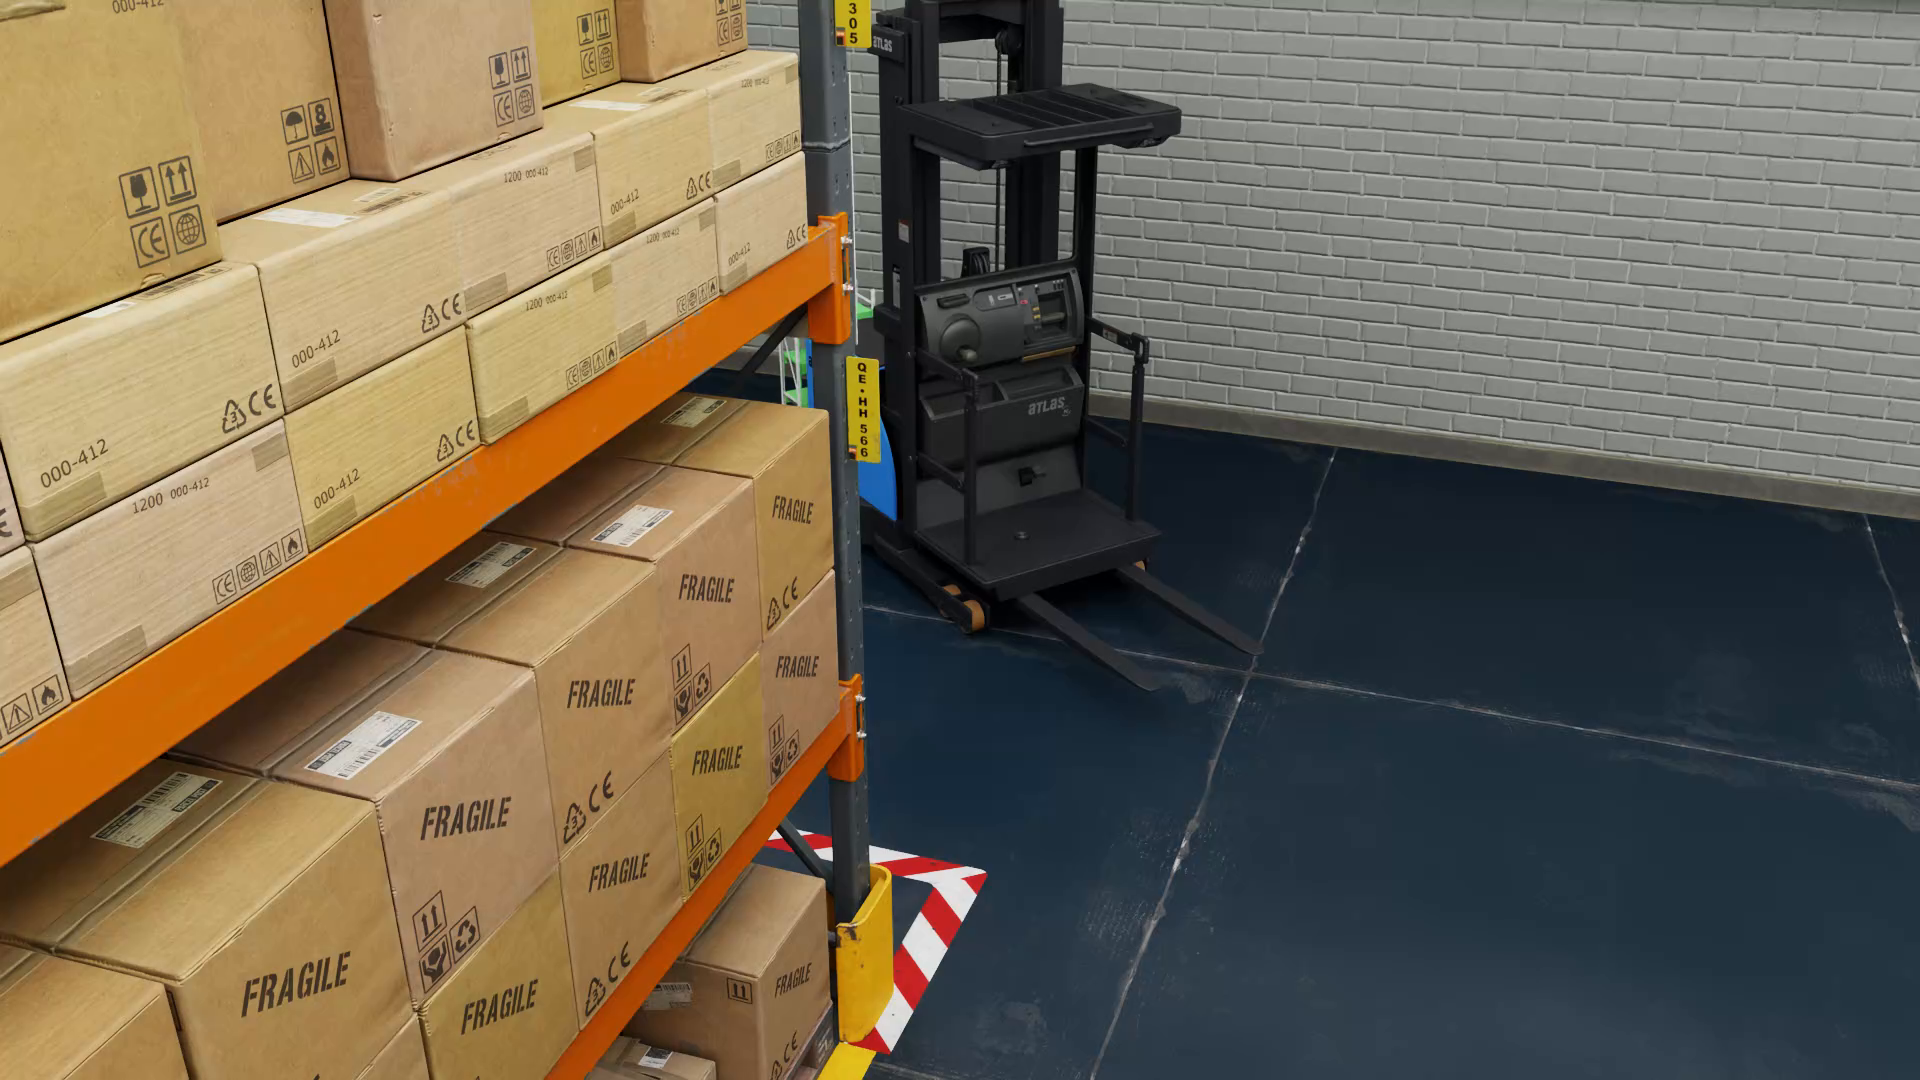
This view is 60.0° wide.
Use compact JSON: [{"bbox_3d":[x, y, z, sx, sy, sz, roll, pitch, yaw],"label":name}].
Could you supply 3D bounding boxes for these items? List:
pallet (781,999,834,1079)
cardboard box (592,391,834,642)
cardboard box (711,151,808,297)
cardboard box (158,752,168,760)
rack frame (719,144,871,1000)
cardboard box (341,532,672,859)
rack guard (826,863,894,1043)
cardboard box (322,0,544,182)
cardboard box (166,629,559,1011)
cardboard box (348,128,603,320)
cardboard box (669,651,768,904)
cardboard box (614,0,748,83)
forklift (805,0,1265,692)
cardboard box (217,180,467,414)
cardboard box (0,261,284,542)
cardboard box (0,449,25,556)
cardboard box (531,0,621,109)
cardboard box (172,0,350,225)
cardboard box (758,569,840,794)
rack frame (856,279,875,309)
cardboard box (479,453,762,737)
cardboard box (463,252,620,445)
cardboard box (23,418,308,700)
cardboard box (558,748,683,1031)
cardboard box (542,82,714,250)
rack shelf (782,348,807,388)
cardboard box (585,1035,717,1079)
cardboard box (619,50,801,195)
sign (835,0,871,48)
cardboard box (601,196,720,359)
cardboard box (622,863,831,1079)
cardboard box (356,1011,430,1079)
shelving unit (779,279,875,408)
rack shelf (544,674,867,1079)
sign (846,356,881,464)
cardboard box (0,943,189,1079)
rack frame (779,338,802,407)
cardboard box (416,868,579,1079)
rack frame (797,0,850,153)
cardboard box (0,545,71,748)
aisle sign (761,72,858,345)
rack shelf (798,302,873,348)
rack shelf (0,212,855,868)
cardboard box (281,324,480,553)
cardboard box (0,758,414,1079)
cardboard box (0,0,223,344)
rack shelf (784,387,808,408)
[{"bbox_3d":[-1.091,1.807,5.276,1.003,0.211,1.213,9,27,17],"label":"pallet"},{"bbox_3d":[-0.690,-0.080,4.710,0.500,0.500,0.500,9,27,17],"label":"cardboard box"},{"bbox_3d":[-0.723,-0.840,4.274,0.500,0.250,0.500,9,27,17],"label":"cardboard box"},{"bbox_3d":[-1.703,0.472,3.572,0.500,0.500,0.500,8,27,17],"label":"cardboard box"},{"bbox_3d":[-0.801,0.193,5.410,1.000,3.000,0.127,9,27,17],"label":"rack frame"},{"bbox_3d":[-1.025,0.342,3.840,0.500,0.500,0.500,10,27,19],"label":"cardboard box"},{"bbox_3d":[-0.826,1.349,5.890,1.175,0.500,0.348,9,27,17],"label":"rack guard"},{"bbox_3d":[-1.268,-1.025,3.220,0.700,0.500,0.500,9,27,17],"label":"cardboard box"},{"bbox_3d":[-1.196,0.553,3.404,0.500,0.500,0.500,10,27,19],"label":"cardboard box"},{"bbox_3d":[-1.068,-0.656,3.320,0.500,0.250,0.500,9,27,17],"label":"cardboard box"},{"bbox_3d":[-0.863,0.585,4.485,0.500,0.500,0.500,9,27,18],"label":"cardboard box"},{"bbox_3d":[-0.957,-1.439,4.076,0.700,0.500,0.500,9,27,17],"label":"cardboard box"},{"bbox_3d":[0.330,-1.086,8.131,1.130,2.935,3.031,-15,30,-28],"label":"forklift"},{"bbox_3d":[-1.228,-0.450,2.893,0.500,0.250,0.500,9,27,17],"label":"cardboard box"},{"bbox_3d":[-1.394,-0.244,2.469,0.500,0.250,0.500,9,27,17],"label":"cardboard box"},{"bbox_3d":[-1.571,-0.041,2.048,0.500,0.250,0.500,9,27,17],"label":"cardboard box"},{"bbox_3d":[-1.203,-1.246,3.677,0.700,0.500,0.500,9,27,17],"label":"cardboard box"},{"bbox_3d":[-1.523,-0.833,2.824,0.700,0.500,0.500,9,27,17],"label":"cardboard box"},{"bbox_3d":[-0.693,0.371,4.926,0.500,0.500,0.500,10,27,19],"label":"cardboard box"},{"bbox_3d":[-0.549,-0.923,9.779,0.015,1.200,0.240,-14,29,-27],"label":"rack frame"},{"bbox_3d":[-0.857,0.128,4.281,0.500,0.500,0.500,10,27,19],"label":"cardboard box"},{"bbox_3d":[-1.054,-0.429,3.425,0.500,0.250,0.500,9,27,17],"label":"cardboard box"},{"bbox_3d":[-1.399,-0.020,2.580,0.500,0.250,0.500,9,27,17],"label":"cardboard box"},{"bbox_3d":[-1.034,0.789,4.063,0.500,0.500,0.500,9,27,18],"label":"cardboard box"},{"bbox_3d":[-0.898,-0.861,3.743,0.500,0.250,0.500,9,27,17],"label":"cardboard box"},{"bbox_3d":[-0.759,-1.027,9.590,0.480,0.148,0.258,-14,29,-27],"label":"rack shelf"},{"bbox_3d":[-0.969,1.682,5.079,0.380,0.166,0.250,9,27,17],"label":"cardboard box"},{"bbox_3d":[-0.732,-1.067,4.168,0.500,0.250,0.500,9,27,17],"label":"cardboard box"},{"bbox_3d":[-0.284,-1.467,4.380,0.100,0.325,0.005,9,27,17],"label":"sign"},{"bbox_3d":[-0.900,-0.637,3.853,0.500,0.250,0.500,9,27,17],"label":"cardboard box"},{"bbox_3d":[-0.750,1.379,5.323,0.500,0.500,0.500,9,27,17],"label":"cardboard box"},{"bbox_3d":[-1.370,1.205,3.204,0.500,0.500,0.500,9,27,17],"label":"cardboard box"},{"bbox_3d":[-0.759,-0.868,9.667,0.503,1.200,0.258,-14,29,-27],"label":"shelving unit"},{"bbox_3d":[-1.467,1.338,3.869,1.077,0.370,4.000,9,27,17],"label":"rack shelf"},{"bbox_3d":[-0.284,-0.382,4.905,0.100,0.325,0.005,9,27,17],"label":"sign"},{"bbox_3d":[-1.539,0.977,2.529,0.500,0.500,0.500,8,27,16],"label":"cardboard box"},{"bbox_3d":[-0.969,-0.814,9.555,0.015,1.200,0.240,-14,29,-27],"label":"rack frame"},{"bbox_3d":[-1.202,0.996,3.636,0.500,0.500,0.500,8,27,17],"label":"cardboard box"},{"bbox_3d":[-0.801,-2.507,4.103,1.000,3.000,0.127,9,27,17],"label":"rack frame"},{"bbox_3d":[-1.567,0.185,2.156,0.500,0.250,0.500,9,27,17],"label":"cardboard box"},{"bbox_3d":[-0.489,-0.961,4.810,0.394,0.787,0.004,9,27,17],"label":"aisle sign"},{"bbox_3d":[-0.759,-1.243,9.485,0.480,0.148,0.258,-14,29,-27],"label":"rack shelf"},{"bbox_3d":[-1.467,-0.012,3.215,1.077,0.370,4.000,9,27,17],"label":"rack shelf"},{"bbox_3d":[-1.236,-0.226,3.005,0.500,0.250,0.500,9,27,17],"label":"cardboard box"},{"bbox_3d":[-1.367,0.765,2.965,0.500,0.500,0.500,8,27,16],"label":"cardboard box"},{"bbox_3d":[-1.546,-0.605,2.354,0.700,0.500,0.500,9,27,17],"label":"cardboard box"},{"bbox_3d":[-0.759,-0.811,9.694,0.480,0.148,0.258,-14,29,-27],"label":"rack shelf"}]
